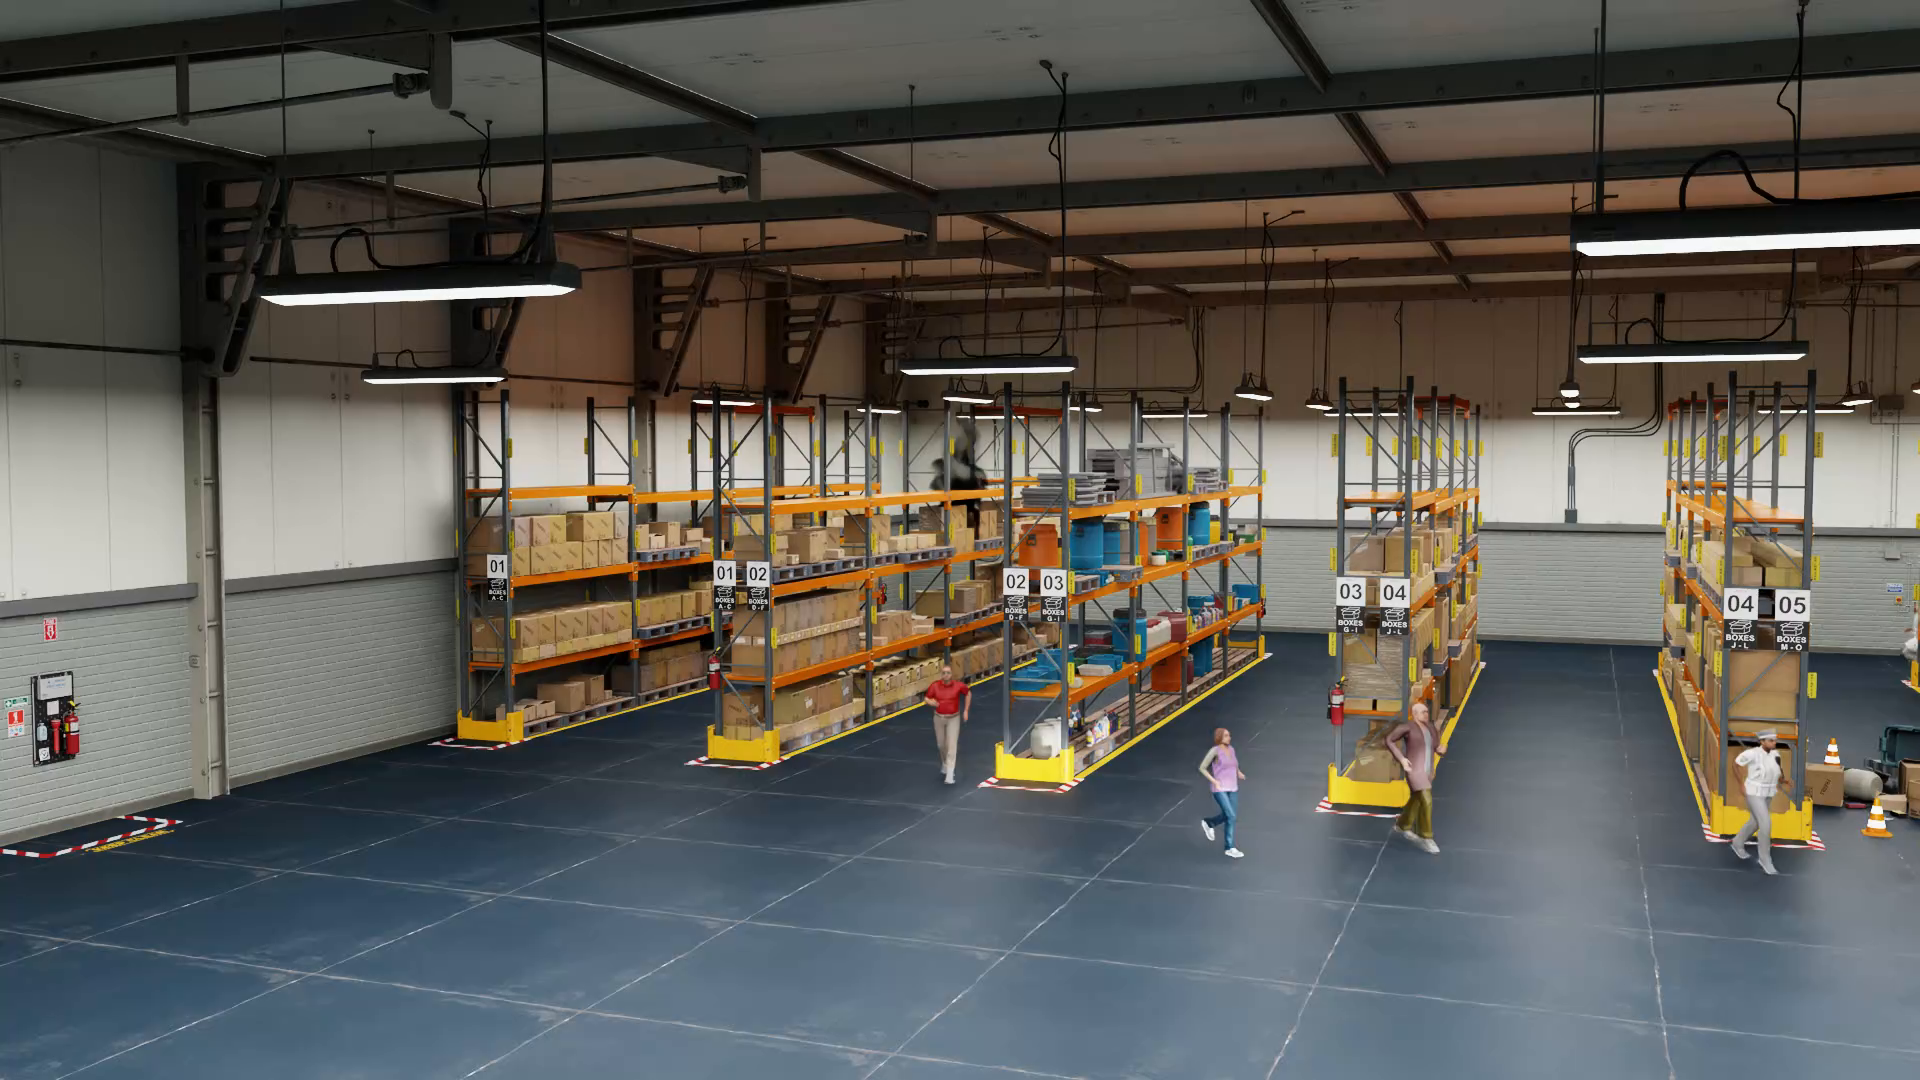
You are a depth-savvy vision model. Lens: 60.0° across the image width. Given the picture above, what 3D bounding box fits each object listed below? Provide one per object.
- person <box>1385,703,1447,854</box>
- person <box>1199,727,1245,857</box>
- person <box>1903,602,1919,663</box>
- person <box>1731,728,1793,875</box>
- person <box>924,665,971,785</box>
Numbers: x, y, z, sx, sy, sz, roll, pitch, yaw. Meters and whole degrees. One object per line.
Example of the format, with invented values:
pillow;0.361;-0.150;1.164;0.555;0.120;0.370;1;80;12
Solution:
person;5.743;2.956;20.865;0.697;1.833;0.816;-2;4;-33
person;3.225;3.087;20.532;0.537;1.561;0.743;-2;4;-37
person;20.899;2.165;36.166;0.682;1.687;0.814;2;4;35
person;9.541;3.081;19.857;0.512;1.735;0.870;-1;3;-23
person;-0.196;2.764;25.195;0.682;1.762;0.920;1;3;10
